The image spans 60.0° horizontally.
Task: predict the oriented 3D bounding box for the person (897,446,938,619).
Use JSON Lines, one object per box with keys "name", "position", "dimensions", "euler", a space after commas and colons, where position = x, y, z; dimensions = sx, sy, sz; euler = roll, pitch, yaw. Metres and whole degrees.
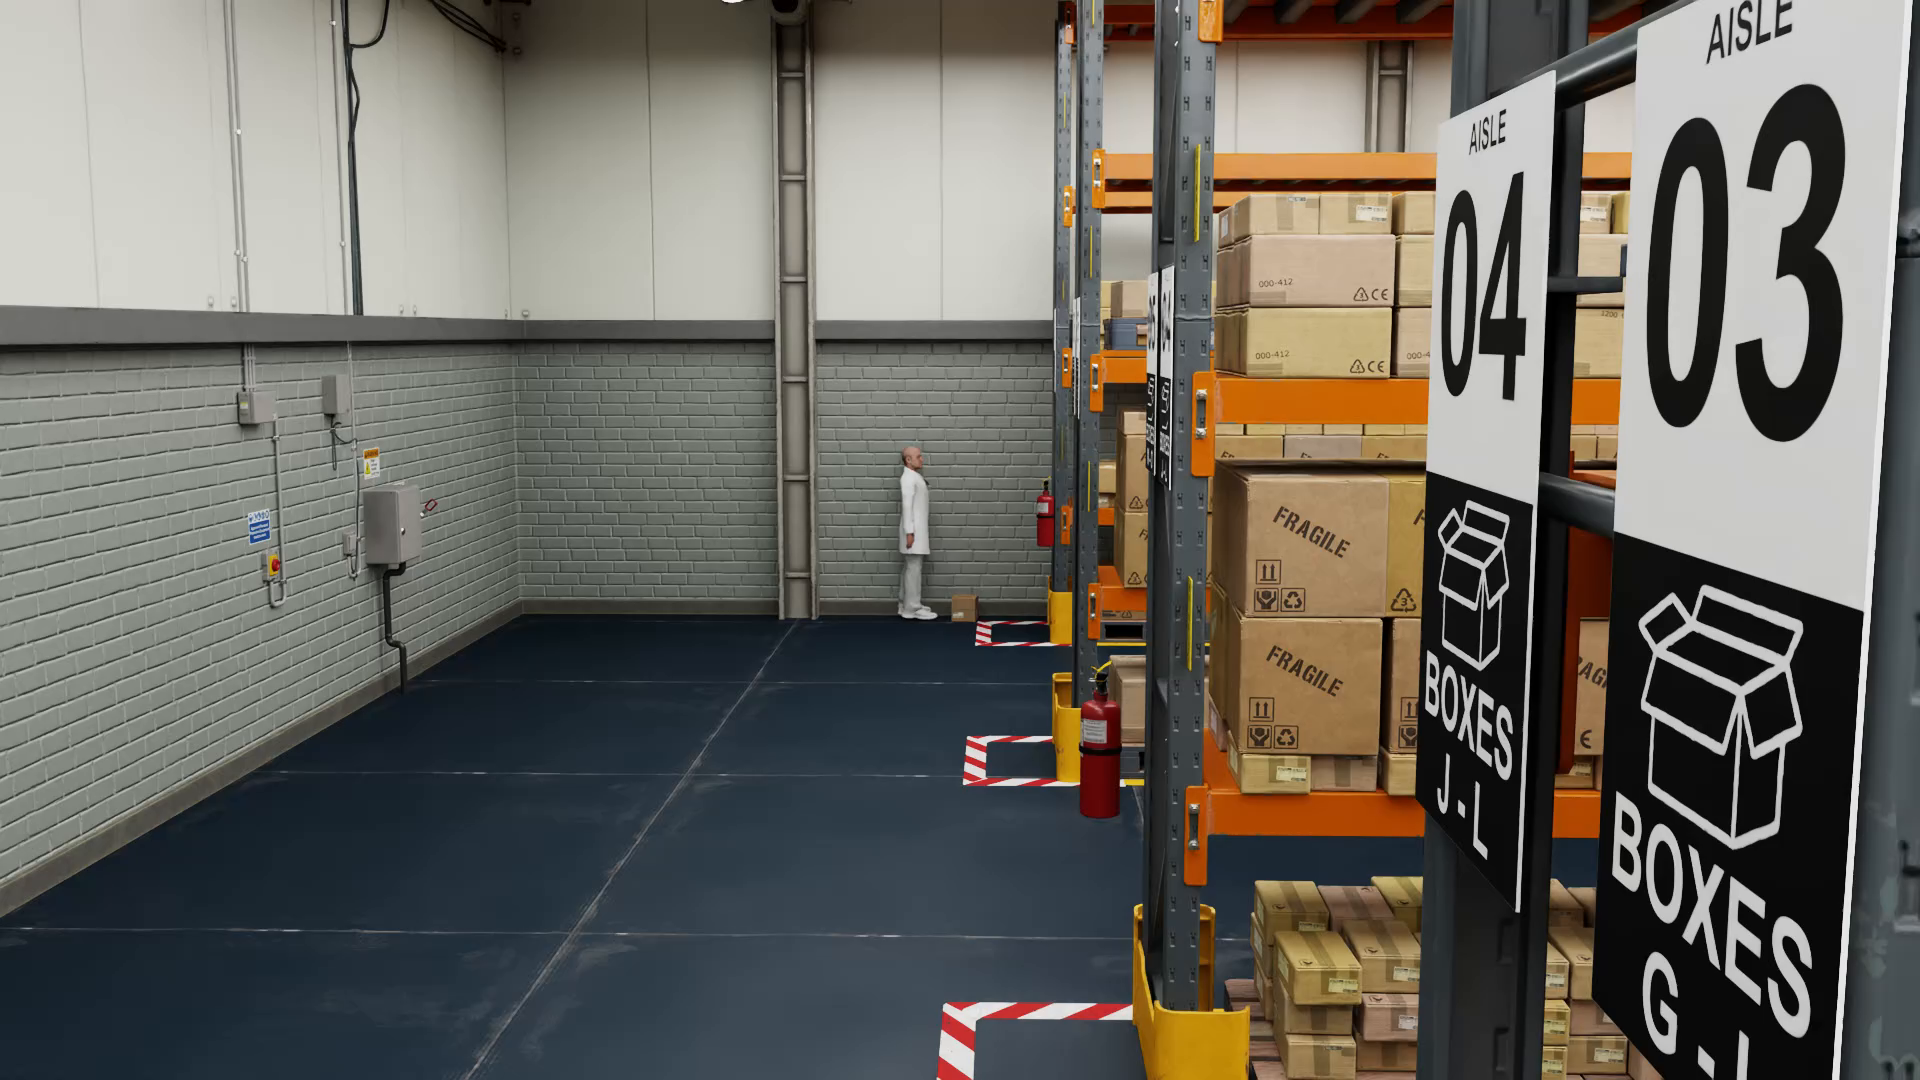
{"name": "person", "position": [-0.444, -0.086, 17.338], "dimensions": [0.433, 1.786, 0.625], "euler": [0, 7, 1]}
